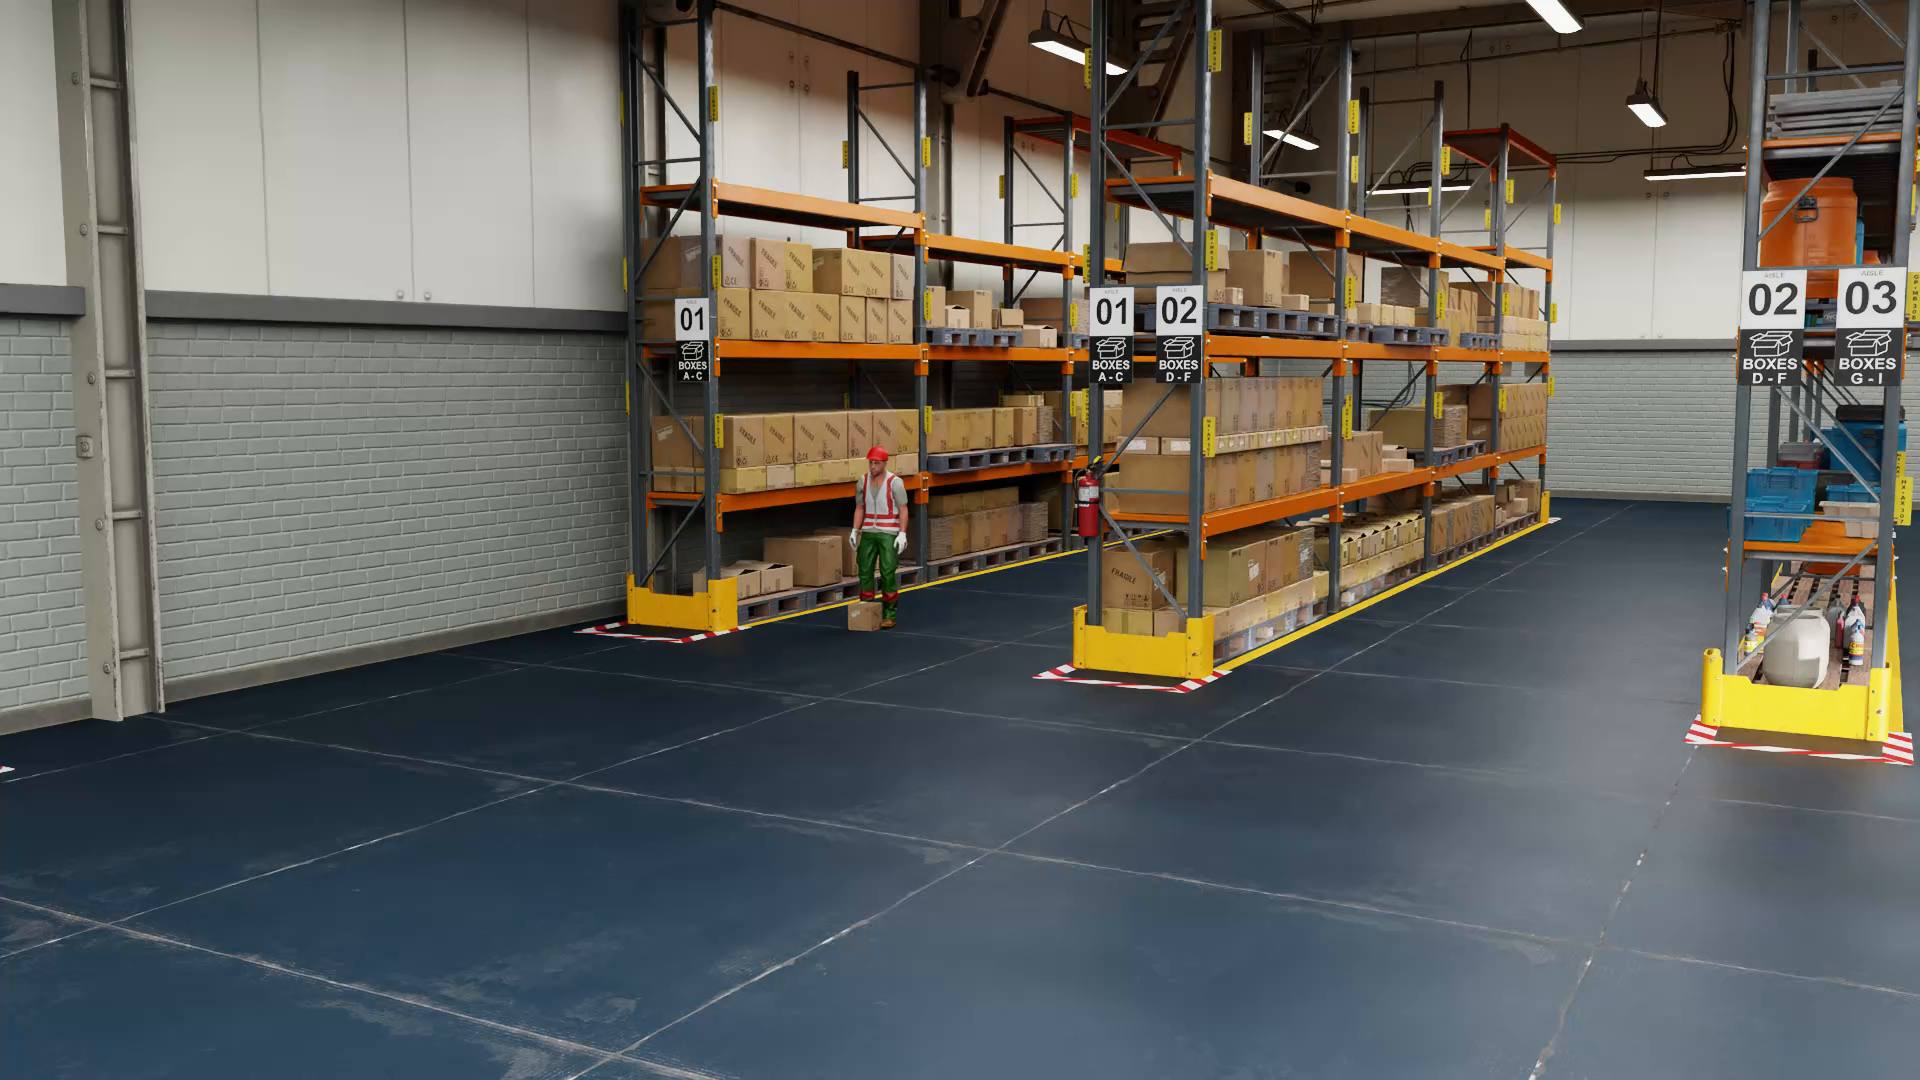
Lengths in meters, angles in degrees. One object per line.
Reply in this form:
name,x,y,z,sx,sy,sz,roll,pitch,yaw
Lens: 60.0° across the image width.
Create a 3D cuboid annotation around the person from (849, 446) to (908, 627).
person,-0.797,-0.034,16.334,0.620,1.780,0.446,3,6,25
